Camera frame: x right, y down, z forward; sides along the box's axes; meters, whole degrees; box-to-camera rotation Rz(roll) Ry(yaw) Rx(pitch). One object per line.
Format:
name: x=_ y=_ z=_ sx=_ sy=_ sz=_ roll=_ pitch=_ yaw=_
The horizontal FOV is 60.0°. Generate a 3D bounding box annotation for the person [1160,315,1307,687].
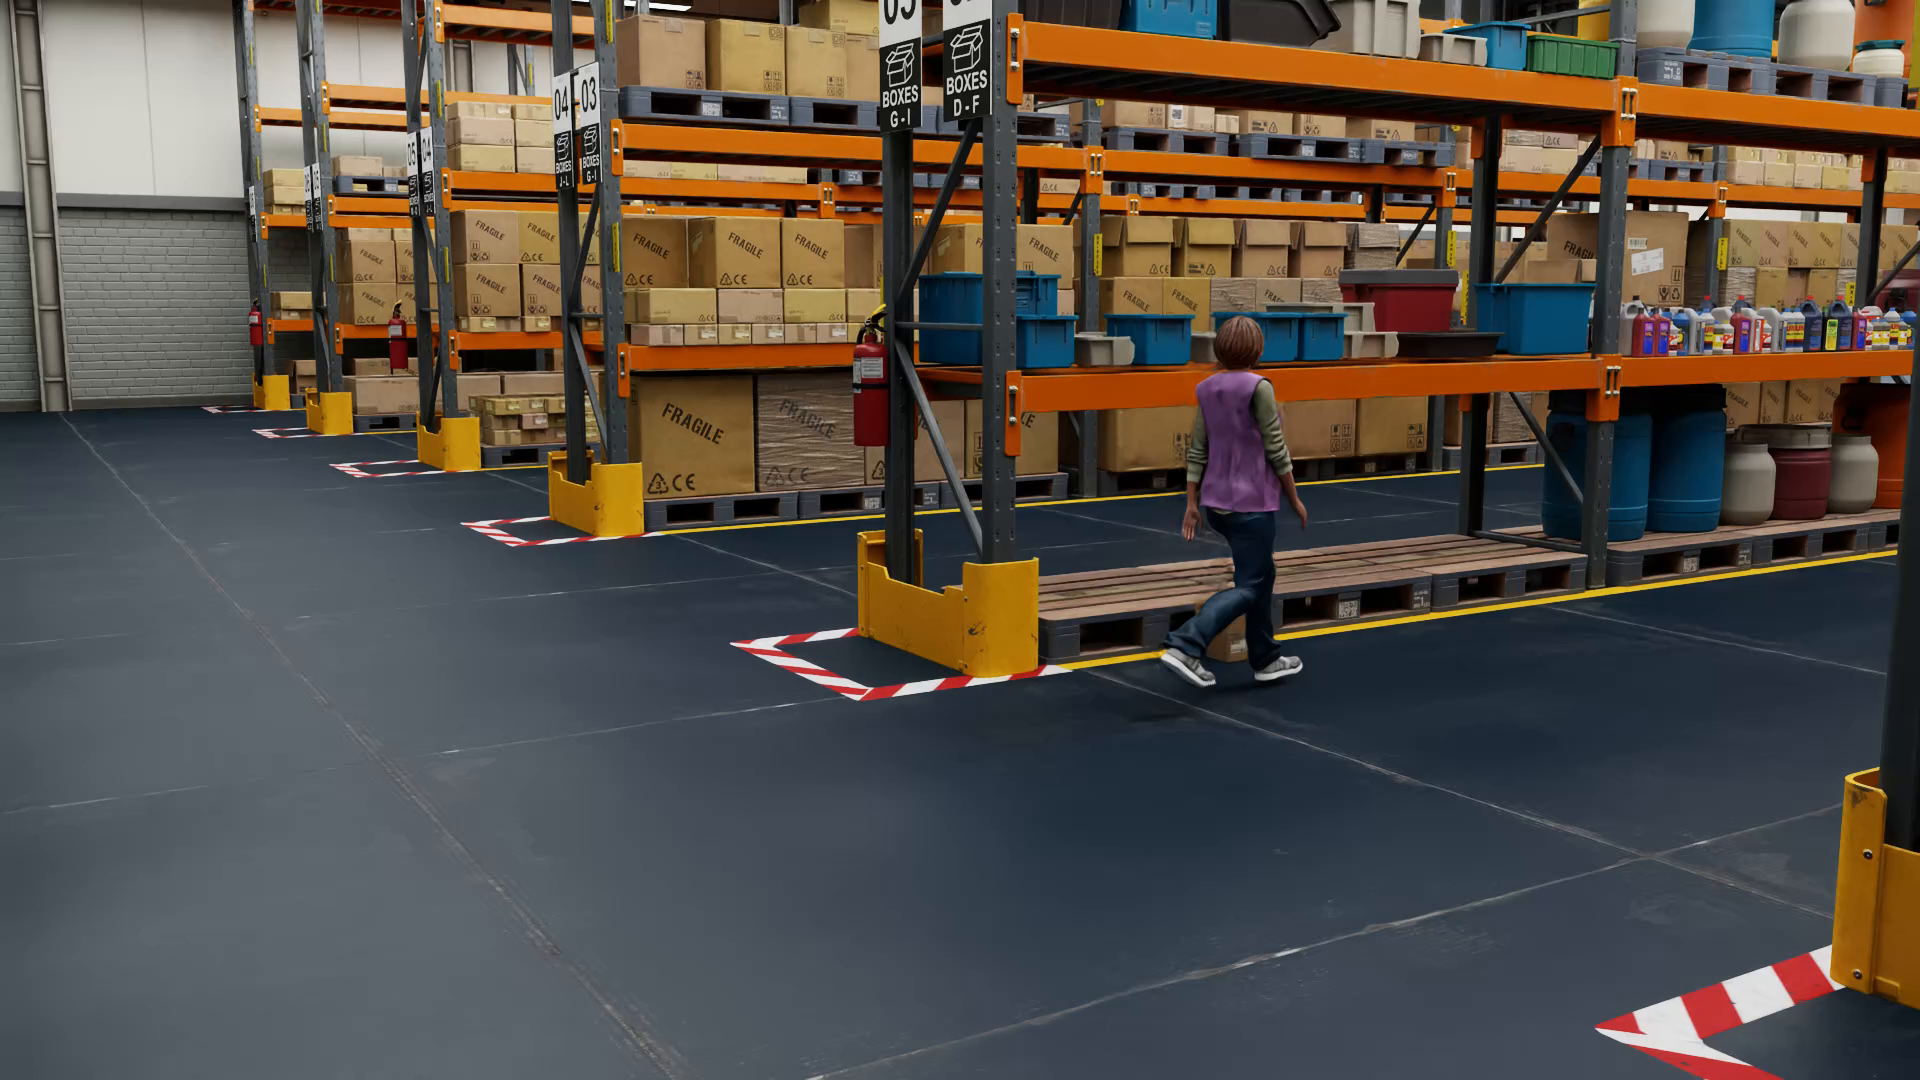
person: x=1.130 y=-0.146 z=6.821 sx=0.913 sy=1.543 sz=0.421 roll=-6 pitch=10 yaw=-34
